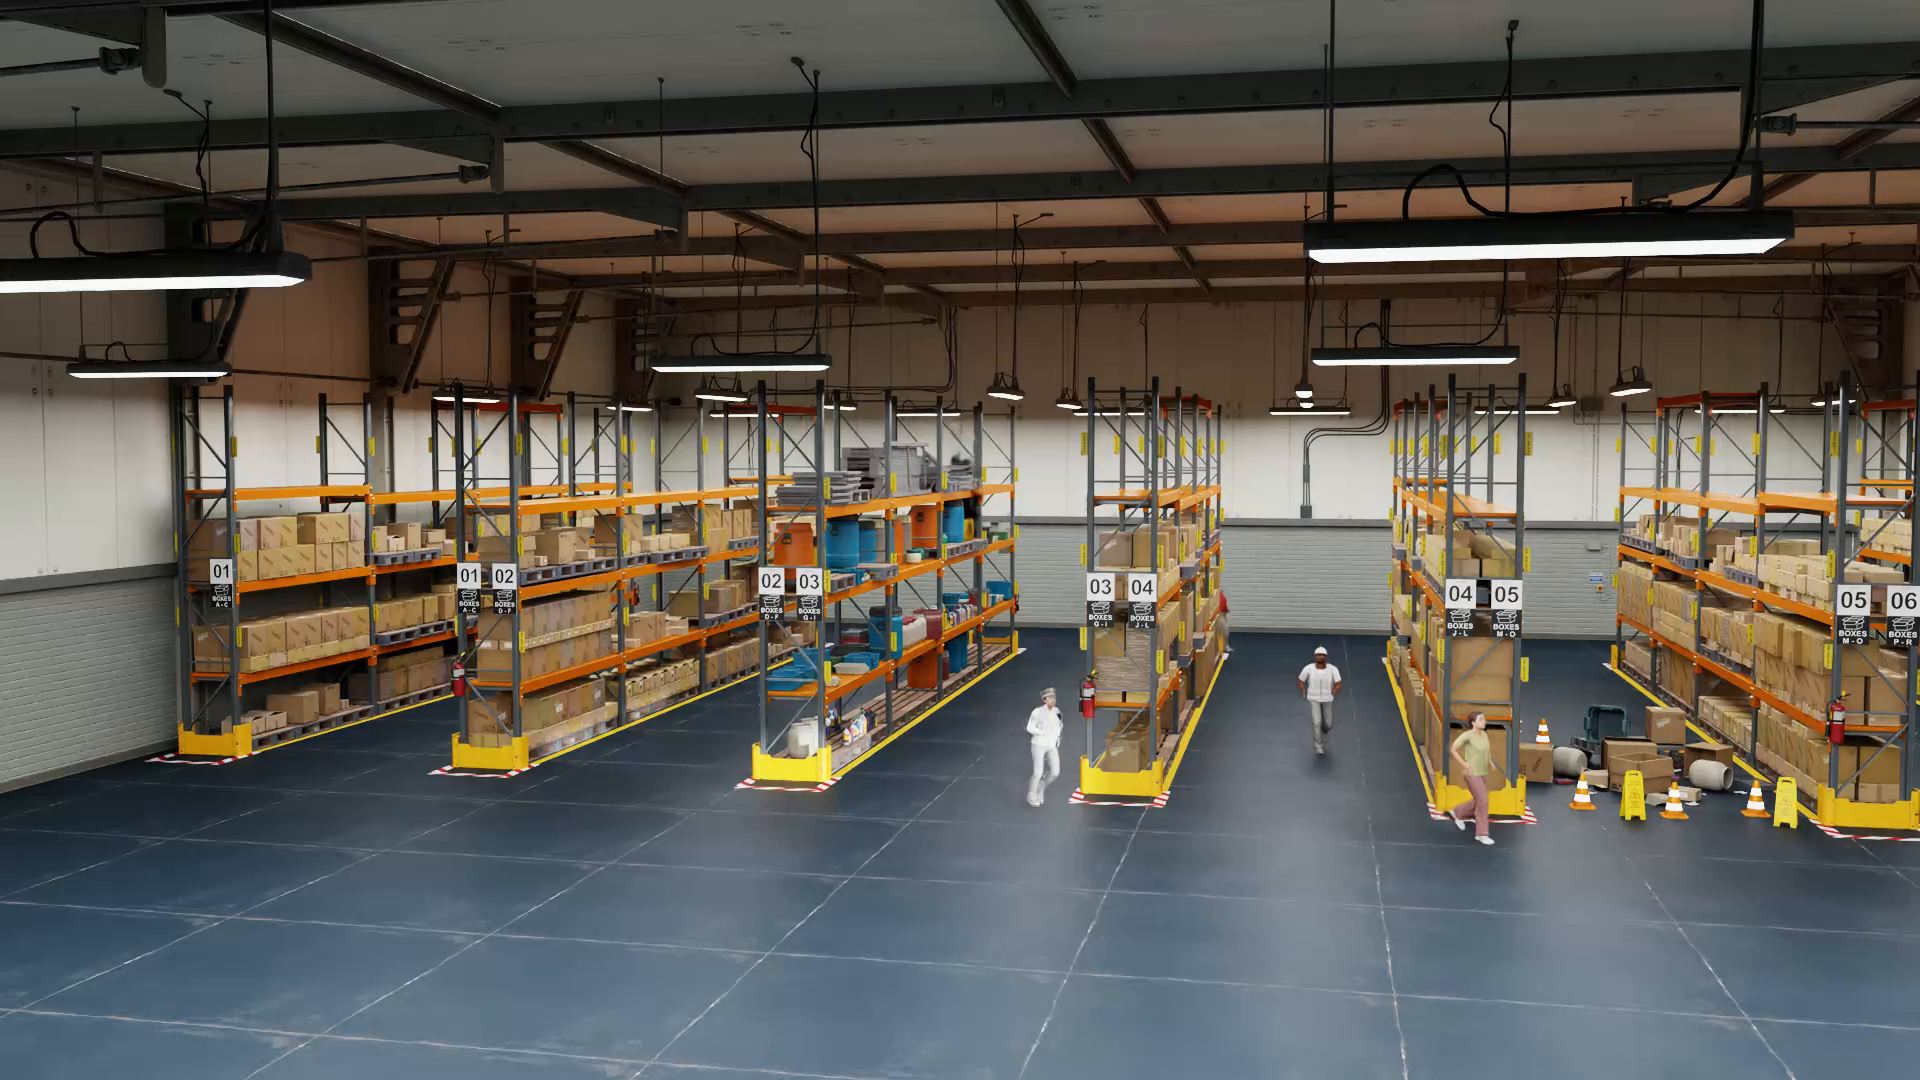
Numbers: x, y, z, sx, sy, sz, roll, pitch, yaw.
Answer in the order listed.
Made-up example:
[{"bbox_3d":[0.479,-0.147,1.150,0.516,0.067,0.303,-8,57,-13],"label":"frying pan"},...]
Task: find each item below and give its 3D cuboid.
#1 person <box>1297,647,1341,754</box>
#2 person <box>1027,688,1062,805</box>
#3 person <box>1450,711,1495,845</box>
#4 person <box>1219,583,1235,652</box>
[{"bbox_3d":[5.895,2.615,27.252,0.707,1.726,0.753,0,3,7],"label":"person"},{"bbox_3d":[1.235,2.875,23.147,0.626,1.652,0.589,-1,3,-23],"label":"person"},{"bbox_3d":[6.535,2.998,21.204,0.604,1.652,0.762,-2,4,-34],"label":"person"},{"bbox_3d":[6.315,1.881,40.776,0.785,1.688,0.704,3,4,38],"label":"person"}]
